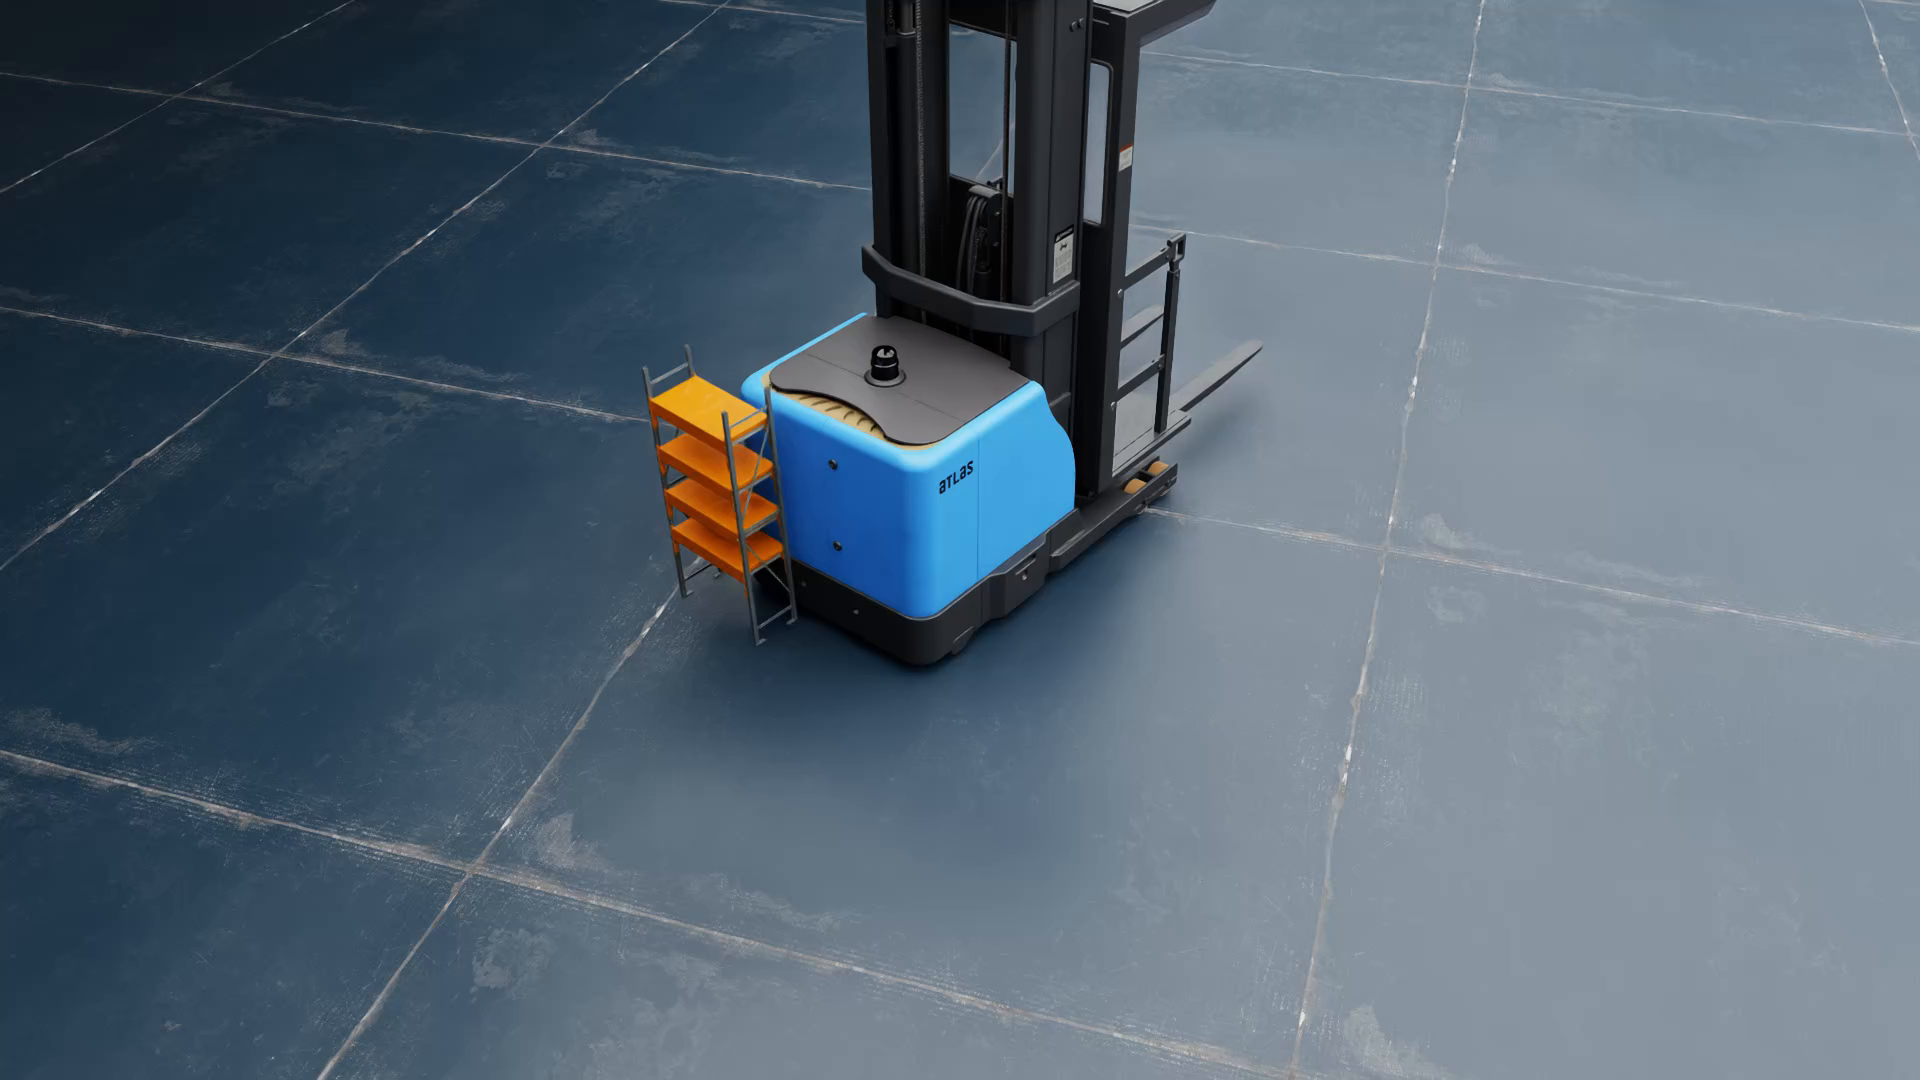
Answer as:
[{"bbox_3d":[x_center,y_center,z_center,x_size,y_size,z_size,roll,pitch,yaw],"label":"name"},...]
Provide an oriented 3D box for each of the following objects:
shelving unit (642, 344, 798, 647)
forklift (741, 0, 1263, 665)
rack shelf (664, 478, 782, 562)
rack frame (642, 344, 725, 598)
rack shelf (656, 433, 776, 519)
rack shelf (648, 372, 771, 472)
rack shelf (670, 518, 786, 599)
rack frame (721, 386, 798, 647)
[{"bbox_3d":[-0.993,-0.172,6.962,0.503,1.200,0.258,29,48,33],"label":"shelving unit"},{"bbox_3d":[0.395,-1.470,7.275,1.130,2.935,3.031,26,43,30],"label":"forklift"},{"bbox_3d":[-0.991,-0.119,7.004,0.480,0.148,0.258,29,48,33],"label":"rack shelf"},{"bbox_3d":[-1.171,-0.271,7.096,0.015,1.200,0.240,29,48,33],"label":"rack frame"},{"bbox_3d":[-0.998,-0.295,6.866,0.480,0.148,0.258,29,48,33],"label":"rack shelf"},{"bbox_3d":[-1.005,-0.481,6.720,0.480,0.148,0.258,29,48,33],"label":"rack shelf"},{"bbox_3d":[-0.985,0.037,7.127,0.480,0.148,0.258,29,48,33],"label":"rack shelf"},{"bbox_3d":[-0.814,-0.074,6.828,0.015,1.200,0.240,29,48,33],"label":"rack frame"}]
